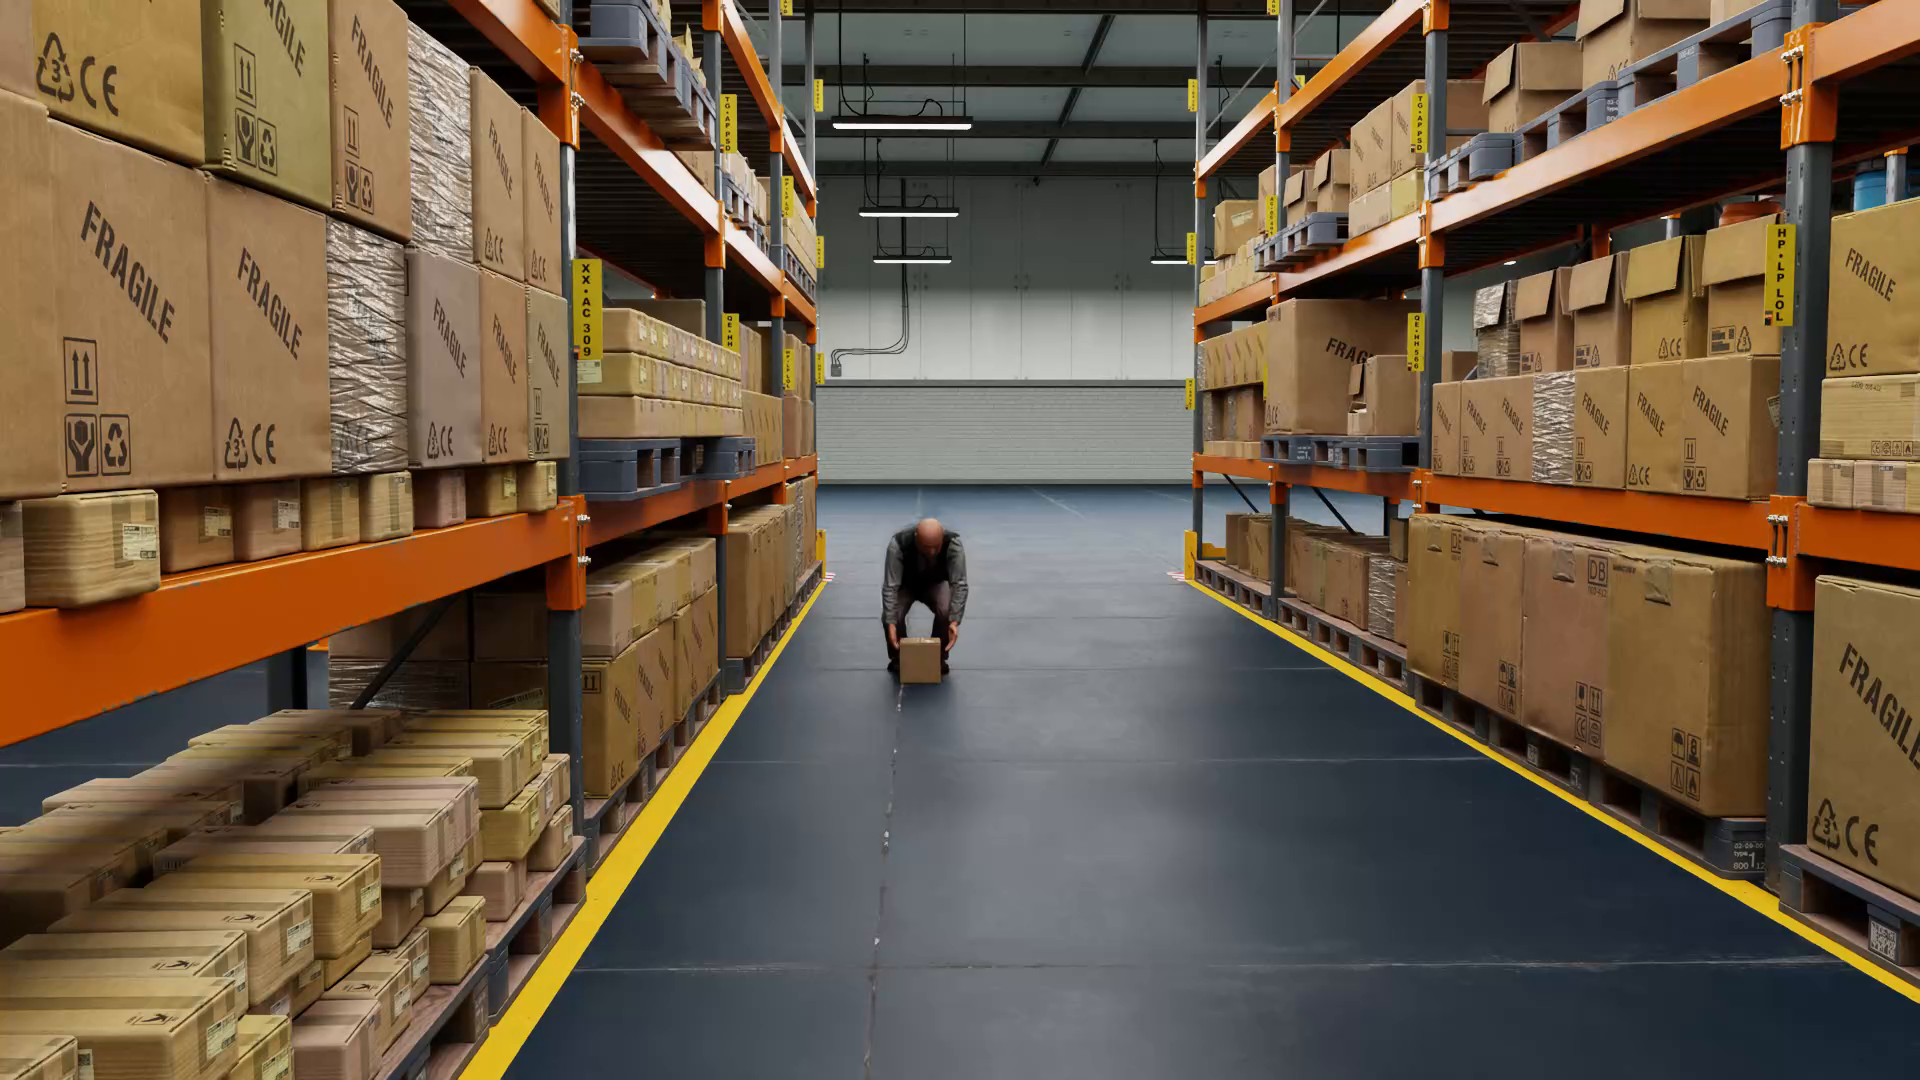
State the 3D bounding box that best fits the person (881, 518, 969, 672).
[{"bbox_3d":[-0.227,0.346,10.632,0.551,1.008,0.852,0,4,-2],"label":"person"}]
